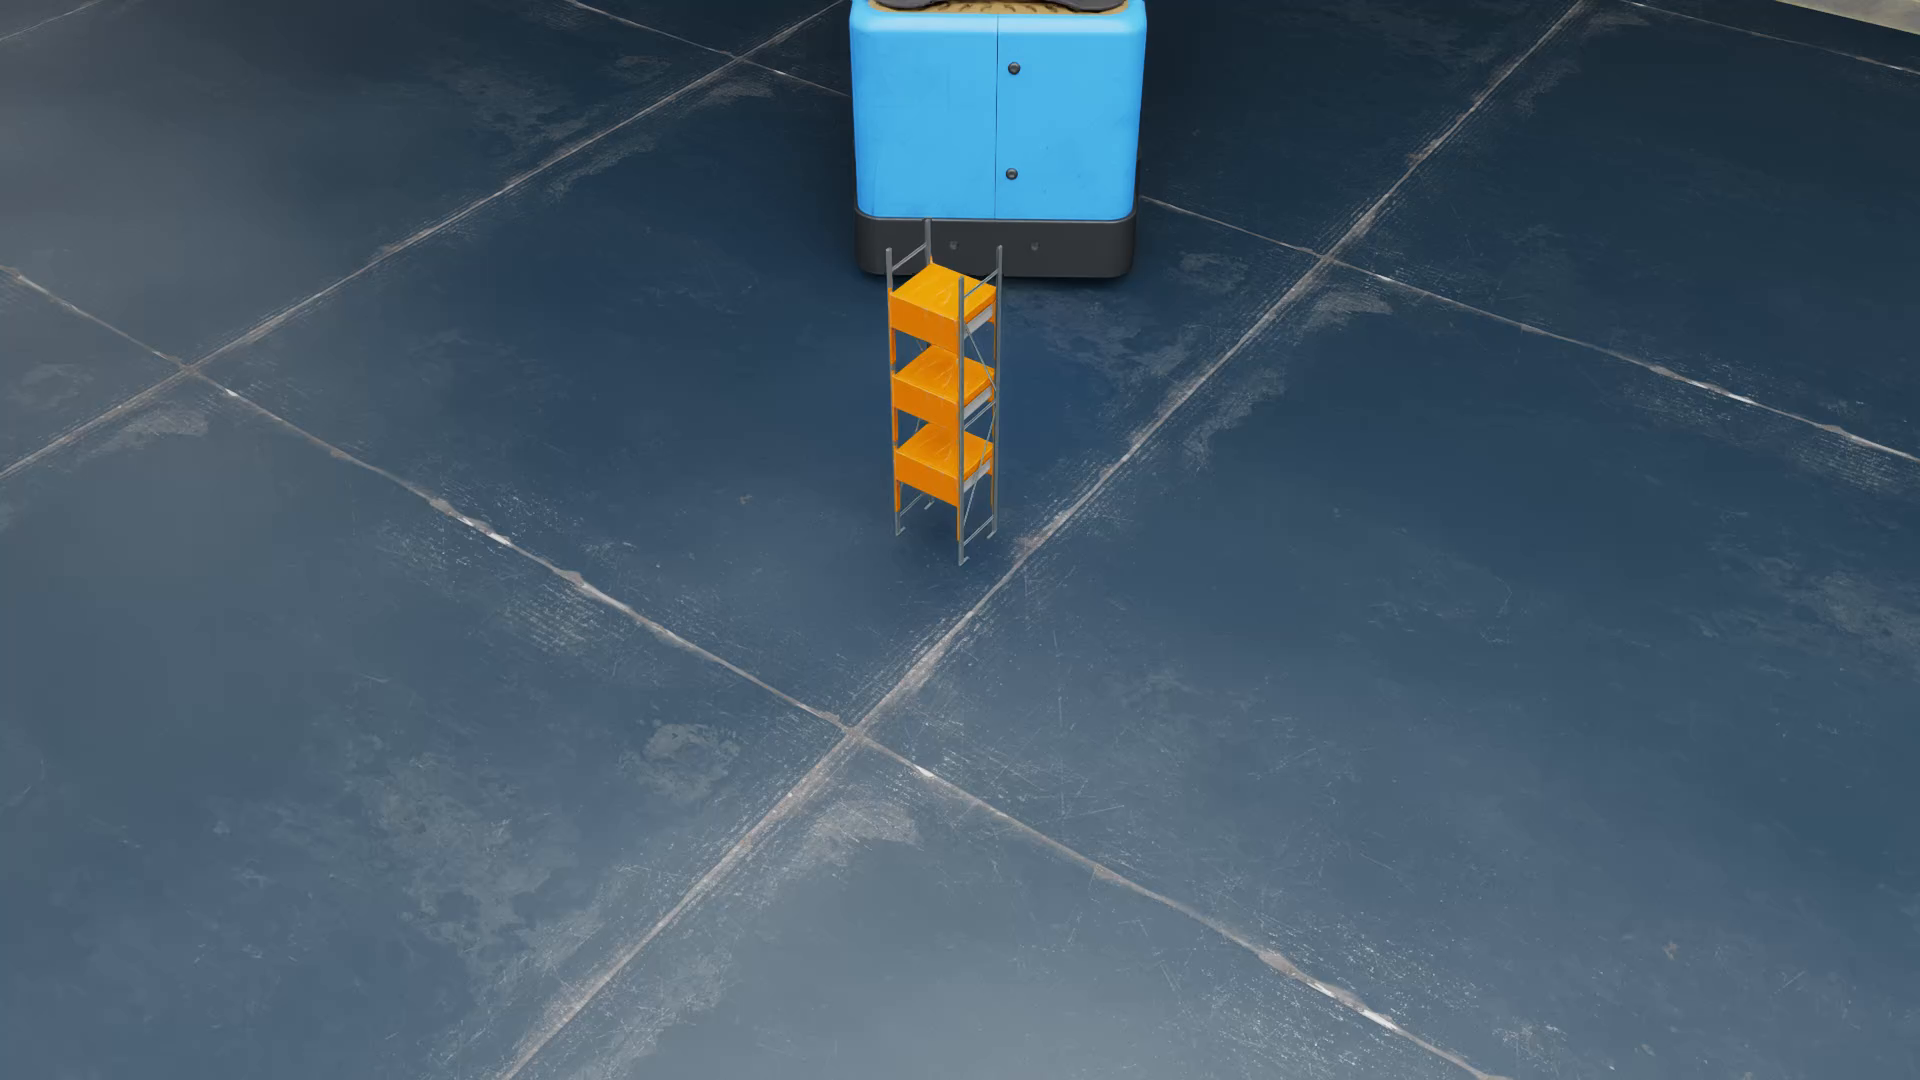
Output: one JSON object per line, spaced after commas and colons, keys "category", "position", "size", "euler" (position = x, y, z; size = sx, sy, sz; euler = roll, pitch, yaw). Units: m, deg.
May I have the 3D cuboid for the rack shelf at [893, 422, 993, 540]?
{"category": "rack shelf", "position": [-0.044, -0.197, 5.115], "size": [0.240, 0.259, 0.215], "euler": [25, 48, 25]}

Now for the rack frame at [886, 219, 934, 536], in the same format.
{"category": "rack frame", "position": [-0.144, -0.458, 4.975], "size": [0.008, 1.050, 0.200], "euler": [25, 48, 25]}

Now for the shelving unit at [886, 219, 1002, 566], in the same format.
{"category": "shelving unit", "position": [-0.044, -0.412, 4.923], "size": [0.252, 1.050, 0.215], "euler": [25, 48, 25]}

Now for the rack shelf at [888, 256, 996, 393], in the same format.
{"category": "rack shelf", "position": [-0.044, -0.615, 4.741], "size": [0.240, 0.259, 0.215], "euler": [25, 48, 25]}

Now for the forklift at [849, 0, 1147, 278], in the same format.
{"category": "forklift", "position": [0.169, -3.038, 6.447], "size": [1.130, 2.935, 3.031], "euler": [1, 42, 1]}

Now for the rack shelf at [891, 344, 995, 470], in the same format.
{"category": "rack shelf", "position": [-0.044, -0.404, 4.930], "size": [0.240, 0.259, 0.215], "euler": [25, 48, 25]}

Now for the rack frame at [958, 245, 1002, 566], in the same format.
{"category": "rack frame", "position": [0.056, -0.365, 4.871], "size": [0.008, 1.050, 0.200], "euler": [25, 48, 25]}
